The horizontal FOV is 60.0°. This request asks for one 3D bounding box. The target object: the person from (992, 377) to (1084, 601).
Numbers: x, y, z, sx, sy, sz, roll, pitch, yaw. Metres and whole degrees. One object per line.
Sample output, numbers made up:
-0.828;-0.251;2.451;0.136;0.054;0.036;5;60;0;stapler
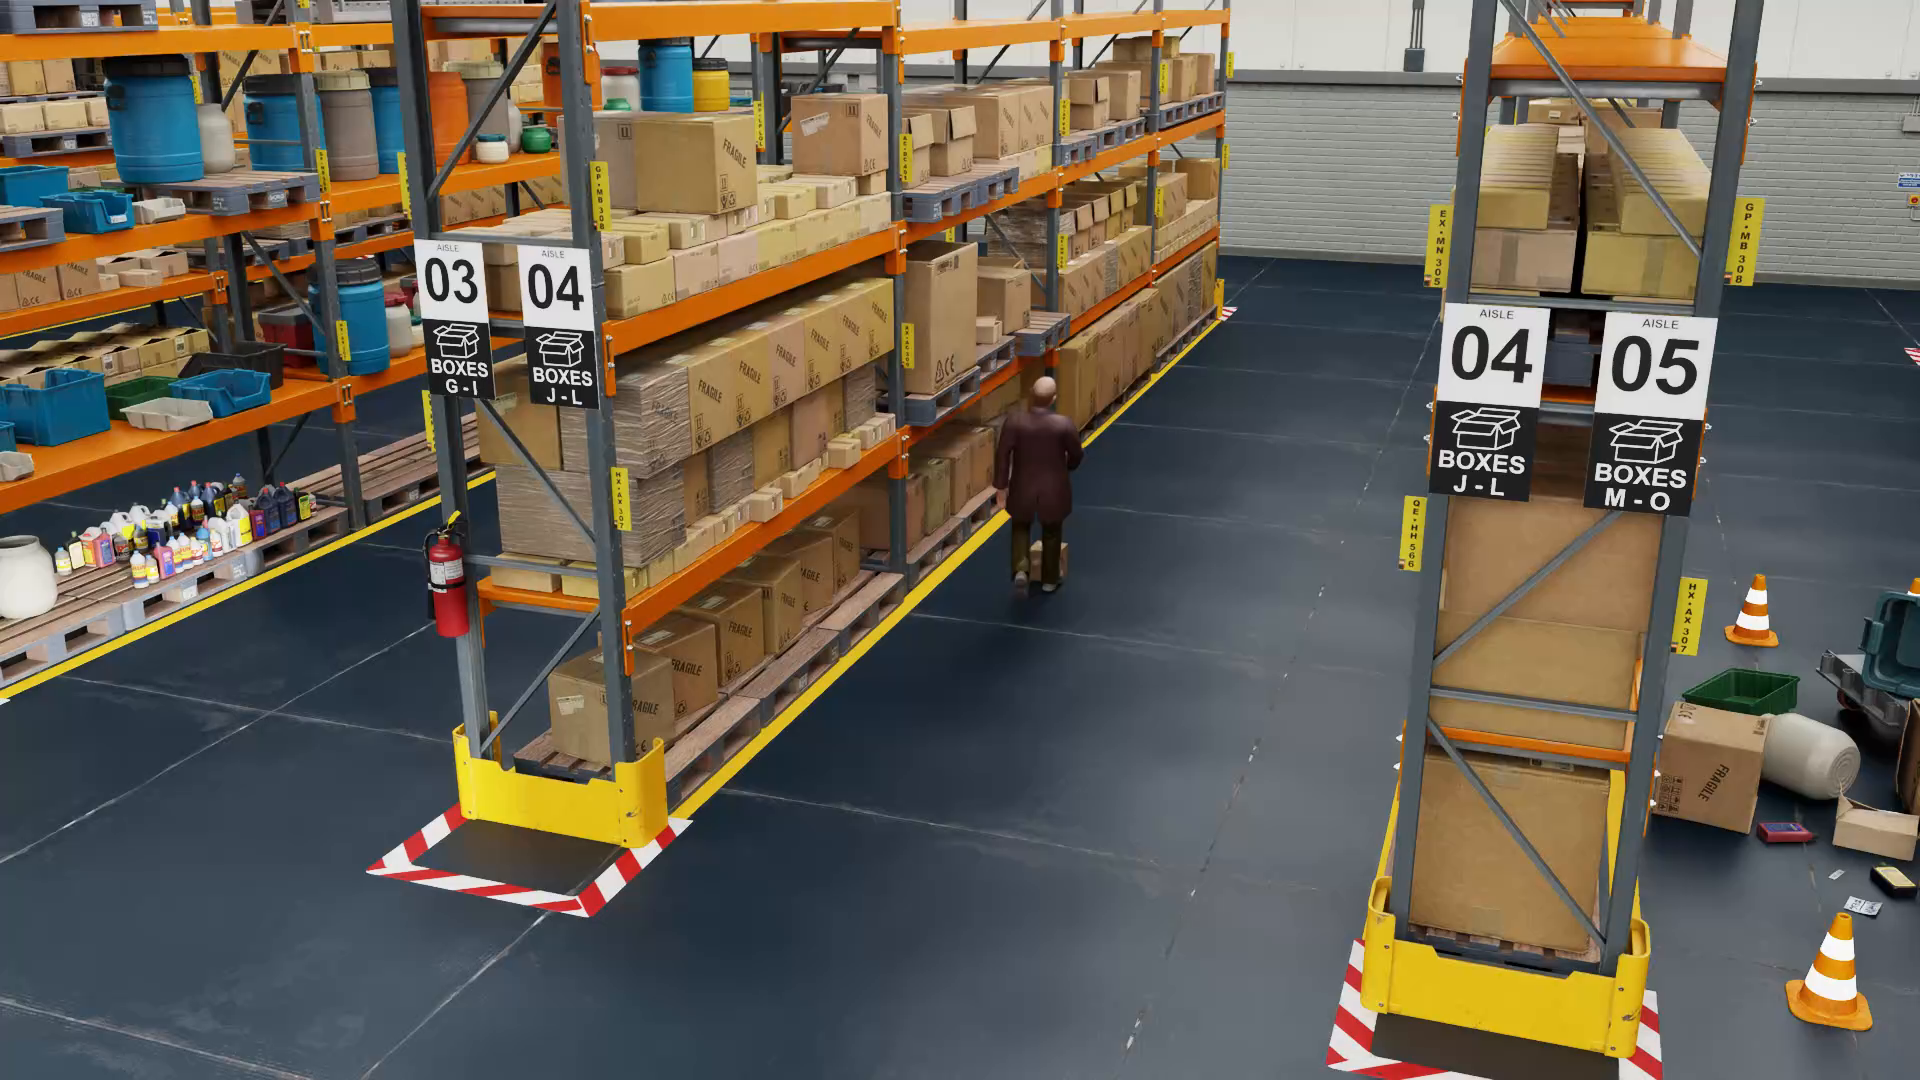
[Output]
0.589;-0.410;12.346;0.666;1.732;0.851;3;19;9;person
